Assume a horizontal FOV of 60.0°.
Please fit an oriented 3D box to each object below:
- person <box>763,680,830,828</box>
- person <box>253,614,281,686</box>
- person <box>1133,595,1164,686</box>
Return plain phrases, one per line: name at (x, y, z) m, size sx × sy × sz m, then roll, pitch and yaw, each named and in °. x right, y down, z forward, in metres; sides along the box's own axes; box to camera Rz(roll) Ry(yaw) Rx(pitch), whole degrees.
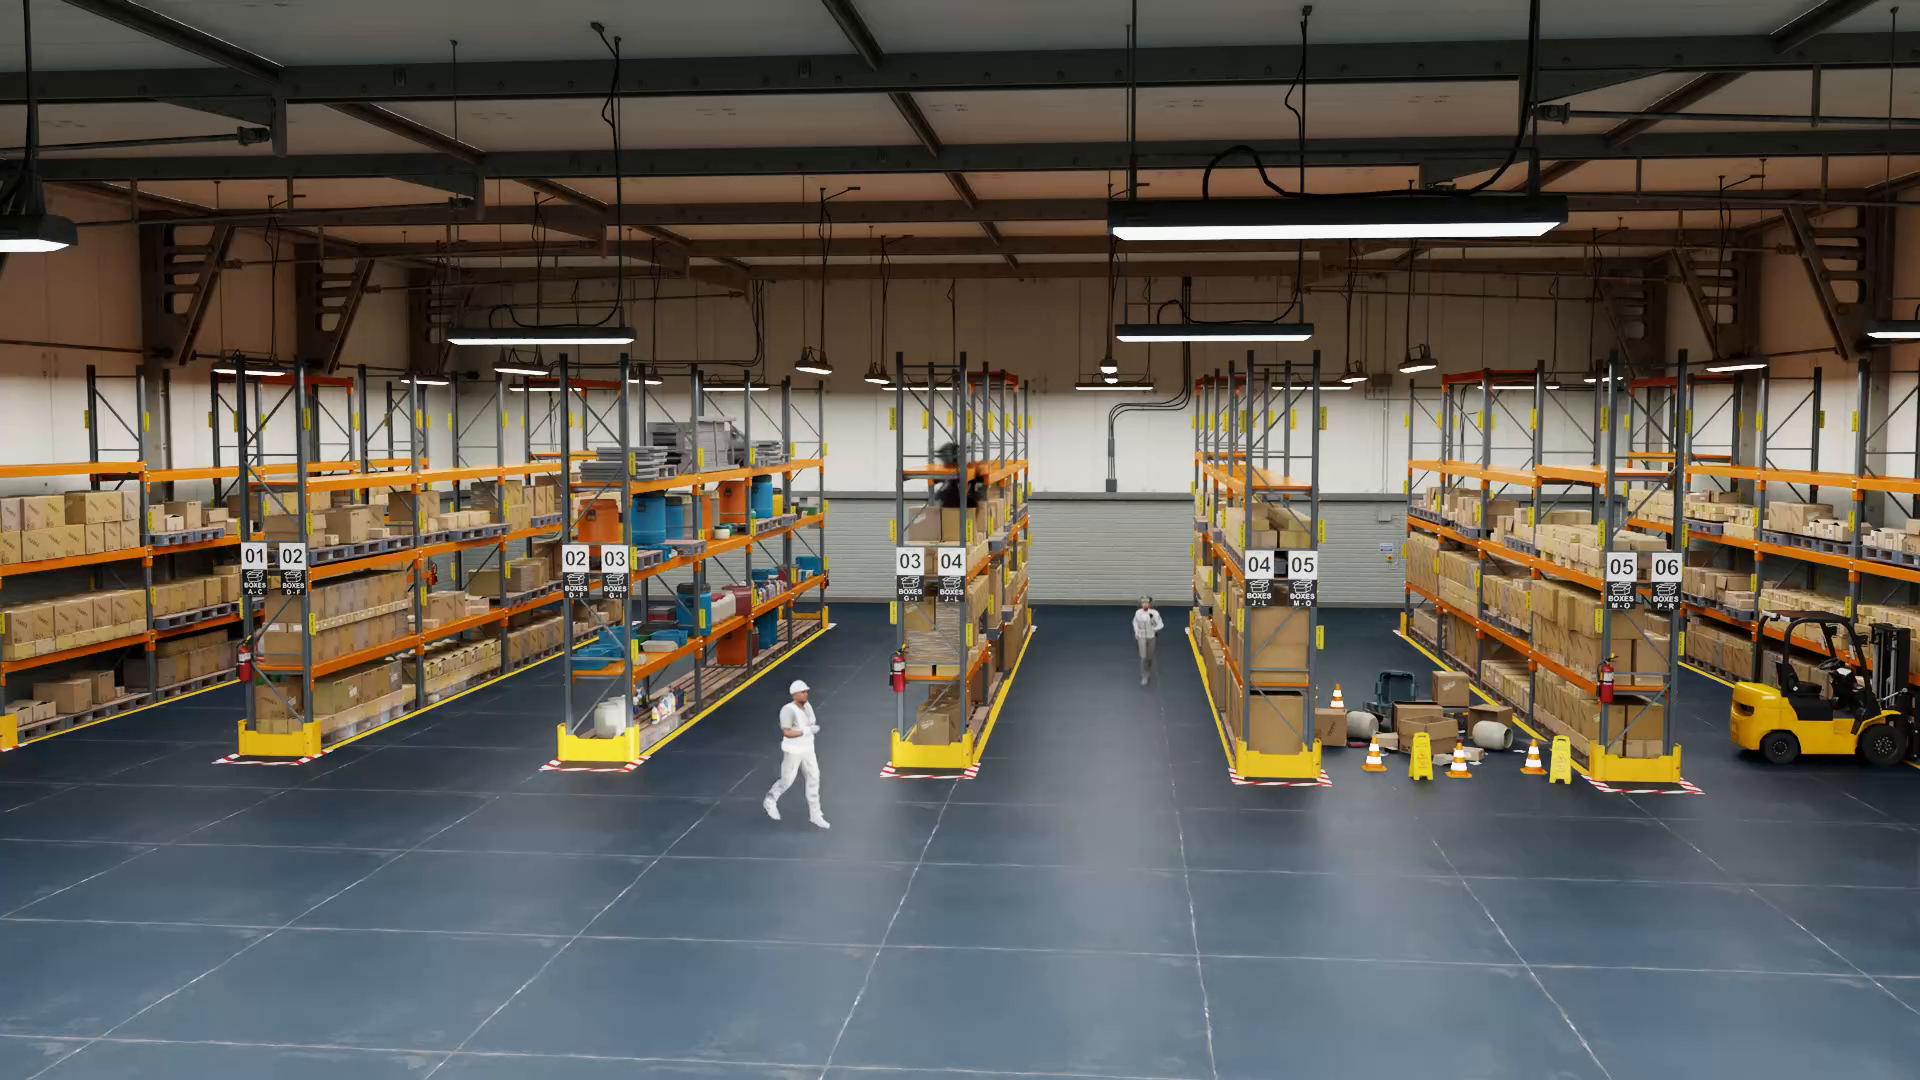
person at (-2.020, 2.618, 20.534) m, size 0.976 × 1.788 × 0.678 m, roll 3°, pitch 5°, yaw 34°
person at (-11.813, 2.110, 28.325) m, size 0.662 × 1.735 × 0.674 m, roll 0°, pitch 4°, yaw -7°
person at (3.599, 1.900, 31.899) m, size 0.607 × 1.705 × 0.810 m, roll 1°, pitch 4°, yaw 12°
